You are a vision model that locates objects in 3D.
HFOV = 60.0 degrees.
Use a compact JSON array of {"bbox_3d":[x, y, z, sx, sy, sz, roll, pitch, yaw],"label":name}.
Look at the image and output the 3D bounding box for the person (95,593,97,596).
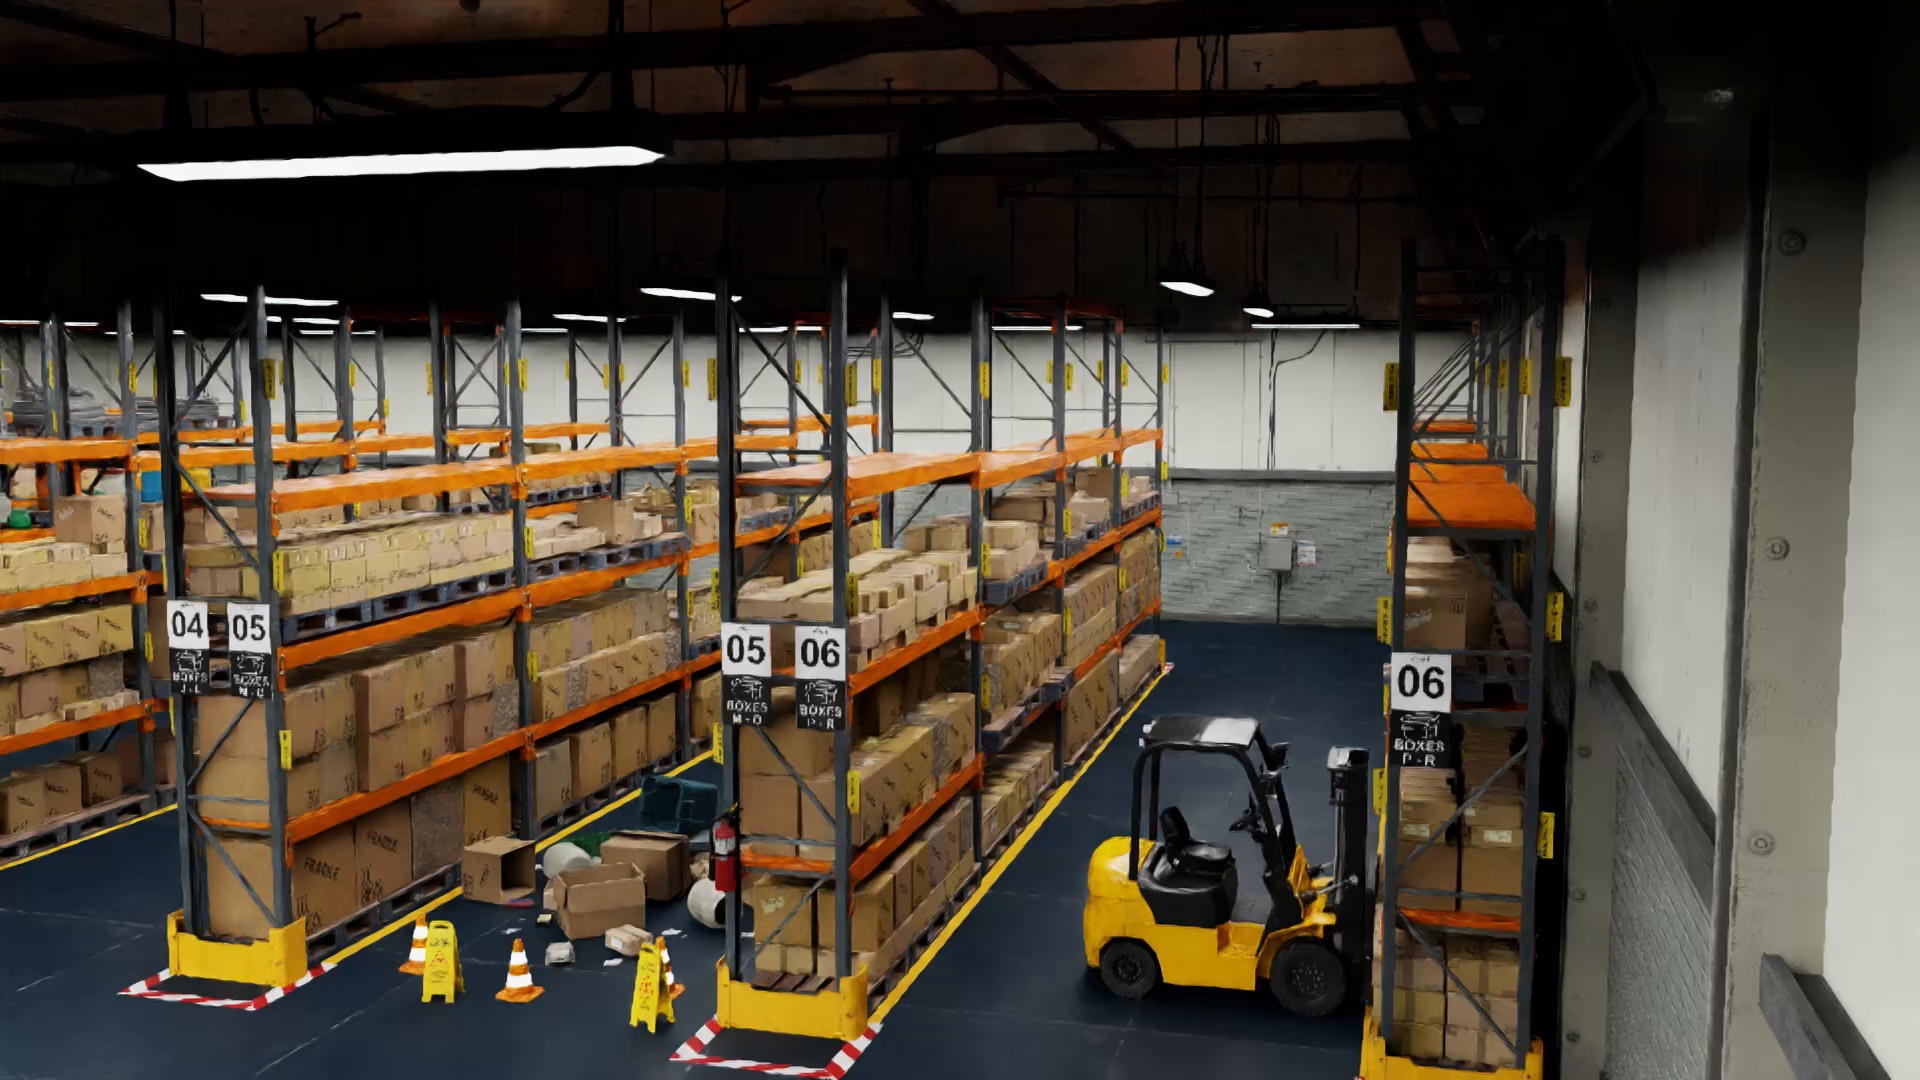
[{"bbox_3d":[-18.393,0.618,35.773,0.656,1.524,0.465,-6,8,-44],"label":"person"}]
